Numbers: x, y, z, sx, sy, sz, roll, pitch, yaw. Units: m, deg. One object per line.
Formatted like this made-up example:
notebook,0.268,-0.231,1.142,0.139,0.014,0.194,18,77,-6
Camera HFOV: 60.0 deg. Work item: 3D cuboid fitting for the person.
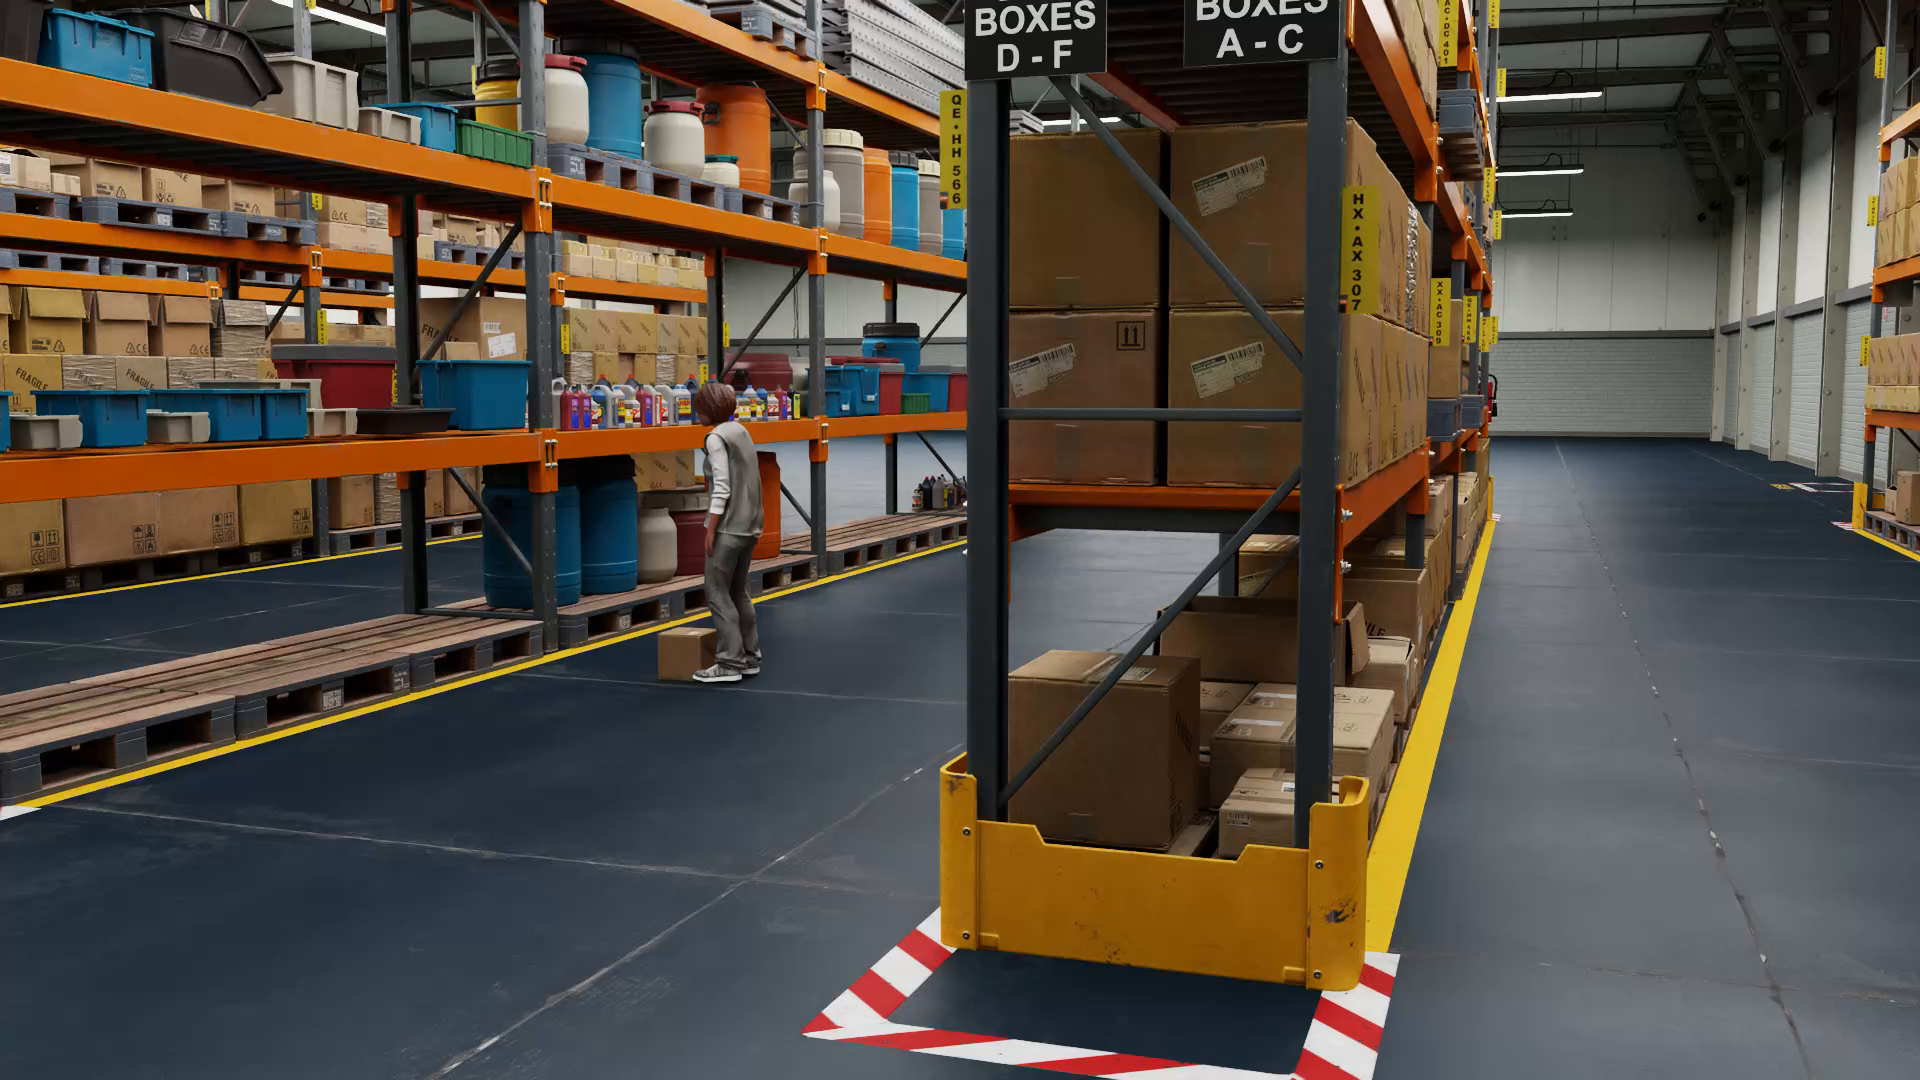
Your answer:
person,-1.235,-0.041,8.898,0.350,1.591,0.480,1,6,15
